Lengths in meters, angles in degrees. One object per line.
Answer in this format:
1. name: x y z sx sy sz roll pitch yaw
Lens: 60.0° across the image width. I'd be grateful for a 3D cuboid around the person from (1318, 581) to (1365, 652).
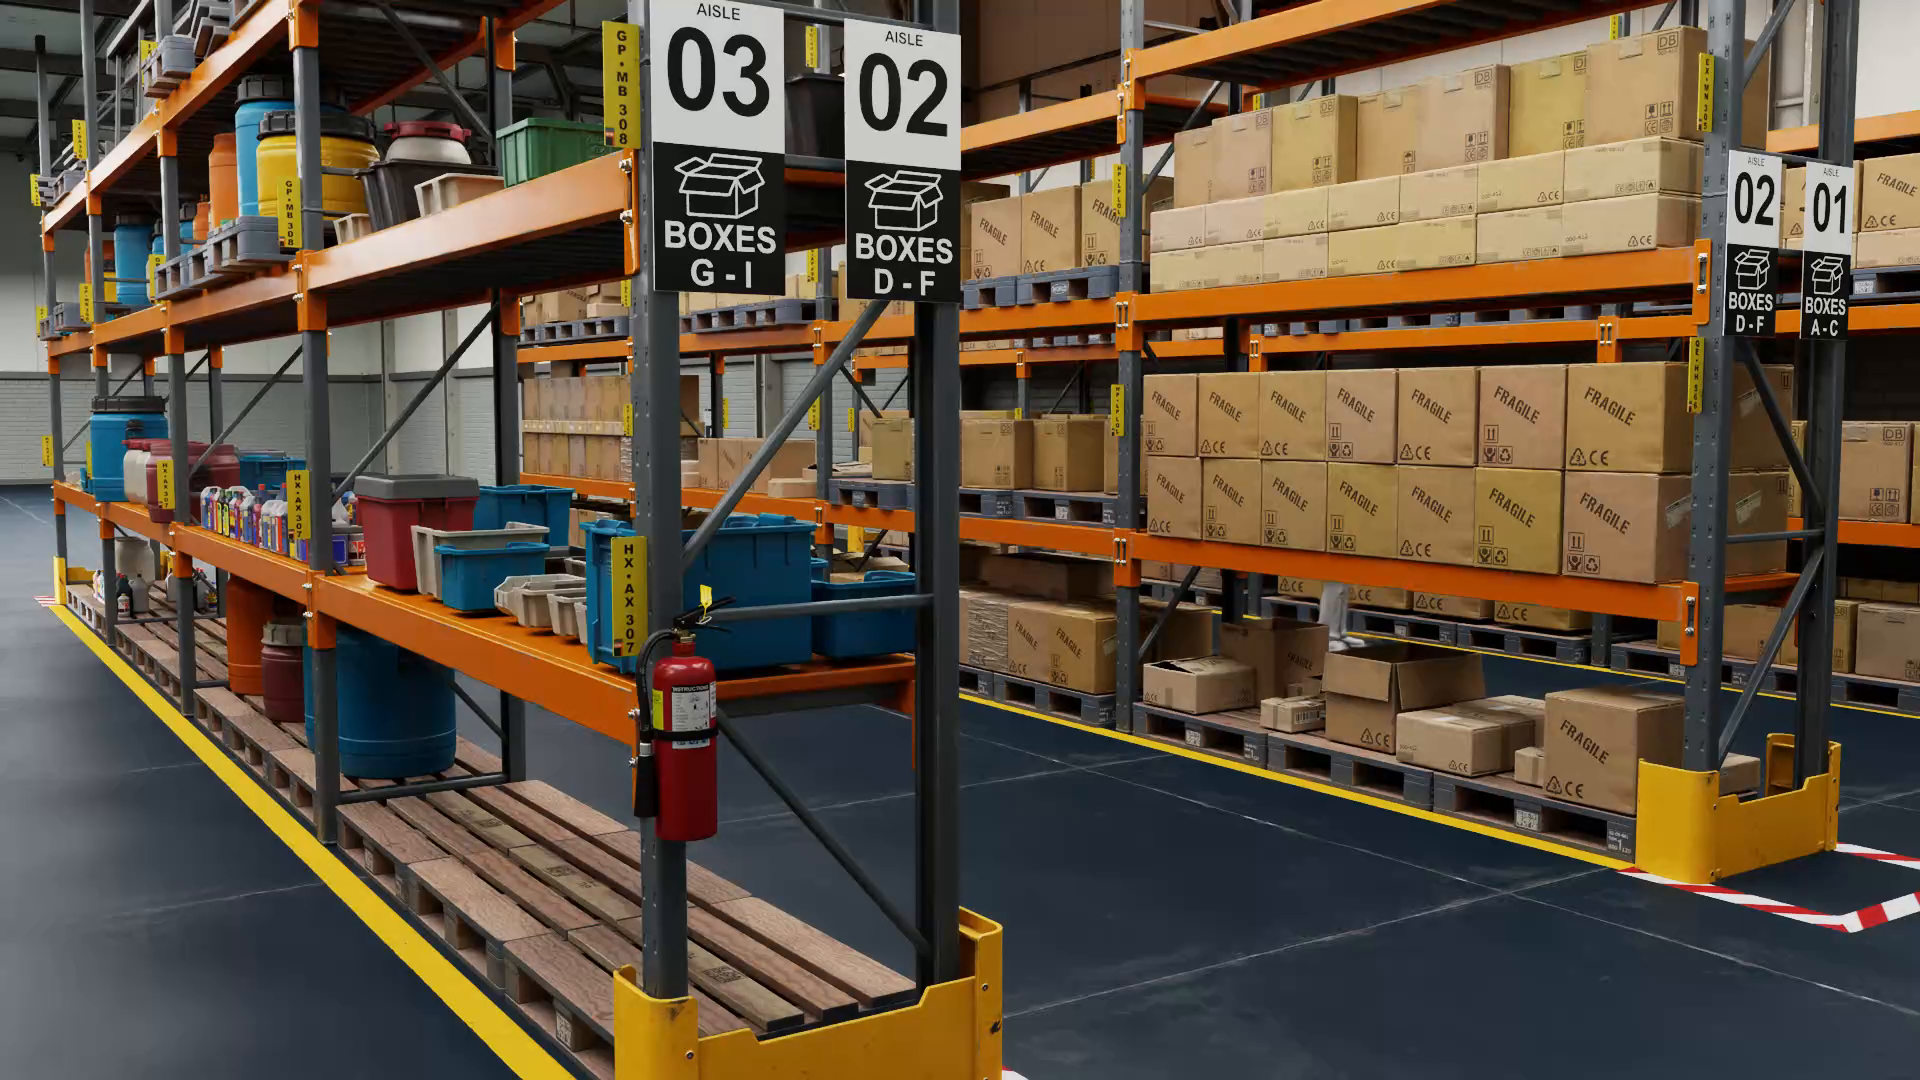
1. person: 3.312 0.070 14.440 0.400 1.808 0.582 2 5 21
